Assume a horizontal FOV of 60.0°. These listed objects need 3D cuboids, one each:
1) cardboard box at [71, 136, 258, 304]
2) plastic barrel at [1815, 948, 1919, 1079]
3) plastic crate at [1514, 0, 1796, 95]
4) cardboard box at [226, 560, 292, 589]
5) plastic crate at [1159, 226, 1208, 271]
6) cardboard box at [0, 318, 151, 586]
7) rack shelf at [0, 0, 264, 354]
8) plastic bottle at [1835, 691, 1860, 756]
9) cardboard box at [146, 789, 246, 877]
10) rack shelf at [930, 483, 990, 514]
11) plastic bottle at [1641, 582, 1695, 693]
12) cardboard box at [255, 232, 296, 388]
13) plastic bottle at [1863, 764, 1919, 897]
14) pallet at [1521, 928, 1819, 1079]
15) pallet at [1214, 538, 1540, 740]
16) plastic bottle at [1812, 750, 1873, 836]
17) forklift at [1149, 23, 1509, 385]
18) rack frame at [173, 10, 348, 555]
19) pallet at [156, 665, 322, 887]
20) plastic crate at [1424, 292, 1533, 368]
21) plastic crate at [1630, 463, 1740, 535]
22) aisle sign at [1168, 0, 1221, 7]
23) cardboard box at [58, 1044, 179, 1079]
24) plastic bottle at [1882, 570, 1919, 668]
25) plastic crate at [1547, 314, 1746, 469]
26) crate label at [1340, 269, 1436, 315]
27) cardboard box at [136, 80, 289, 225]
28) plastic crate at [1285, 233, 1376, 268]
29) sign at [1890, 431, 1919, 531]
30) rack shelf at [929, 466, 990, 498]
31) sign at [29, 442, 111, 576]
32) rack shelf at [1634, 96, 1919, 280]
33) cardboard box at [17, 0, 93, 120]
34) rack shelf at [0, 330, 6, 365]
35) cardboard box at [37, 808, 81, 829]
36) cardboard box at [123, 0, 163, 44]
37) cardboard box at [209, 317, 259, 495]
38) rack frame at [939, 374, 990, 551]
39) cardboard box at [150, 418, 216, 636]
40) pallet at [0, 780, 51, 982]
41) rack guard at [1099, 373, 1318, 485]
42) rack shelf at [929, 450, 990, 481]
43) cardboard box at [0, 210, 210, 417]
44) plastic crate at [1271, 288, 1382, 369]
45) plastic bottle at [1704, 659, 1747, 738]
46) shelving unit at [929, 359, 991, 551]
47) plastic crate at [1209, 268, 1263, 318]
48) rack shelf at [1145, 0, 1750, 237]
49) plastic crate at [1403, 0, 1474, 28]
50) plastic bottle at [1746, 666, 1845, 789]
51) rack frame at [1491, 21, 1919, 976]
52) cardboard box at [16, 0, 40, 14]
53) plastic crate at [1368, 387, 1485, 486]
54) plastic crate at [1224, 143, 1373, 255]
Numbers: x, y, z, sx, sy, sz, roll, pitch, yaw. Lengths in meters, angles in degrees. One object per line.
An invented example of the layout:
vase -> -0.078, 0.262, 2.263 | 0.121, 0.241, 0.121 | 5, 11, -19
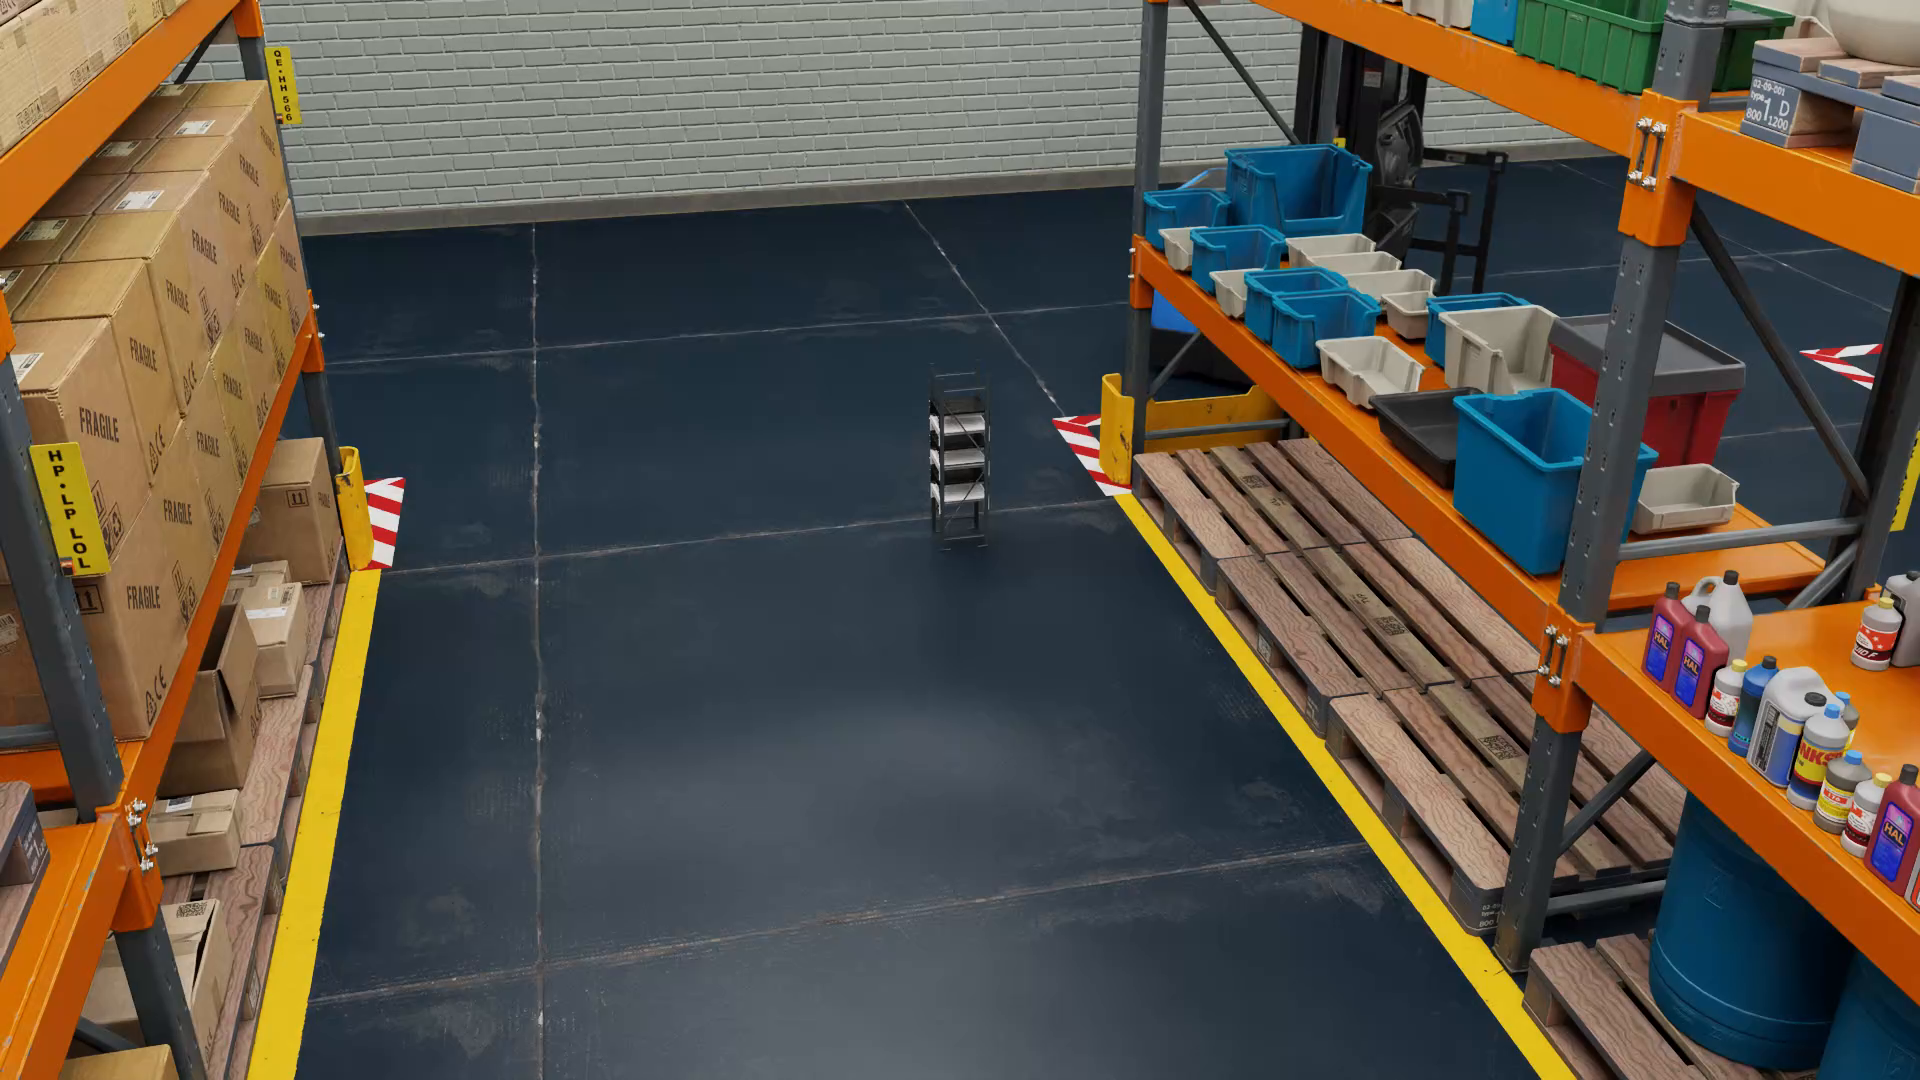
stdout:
cardboard box -> -2.852, -1.123, 5.925 | 0.500, 0.500, 0.500 | -5, 27, -10
plastic barrel -> 2.537, 1.307, 4.194 | 0.600, 0.901, 0.708 | -6, 27, -12
plastic crate -> 1.882, -1.393, 4.588 | 0.450, 0.188, 0.662 | -6, 27, -12
cardboard box -> -3.091, 0.221, 7.140 | 0.380, 0.166, 0.250 | -6, 27, -12
plastic crate -> 1.097, -1.368, 7.857 | 0.250, 0.136, 0.298 | -6, 27, -12
cardboard box -> -2.387, -0.219, 4.134 | 0.500, 0.500, 0.500 | -5, 27, -10
rack shelf -> -3.006, -1.388, 5.141 | 1.077, 0.370, 4.000 | -6, 27, -12
plastic bottle -> 2.205, 0.477, 4.197 | 0.097, 0.201, 0.097 | 0, 27, 0
cardboard box -> -2.644, 0.991, 5.613 | 0.380, 0.166, 0.250 | -6, 27, -12
rack shelf -> -0.002, -0.215, 8.150 | 0.258, 0.077, 0.200 | -6, 27, -12
plastic bottle -> 1.939, 0.263, 4.530 | 0.061, 0.283, 0.133 | -6, 27, -12
cardboard box -> -2.970, -0.897, 6.586 | 0.500, 0.500, 0.500 | -6, 27, -11
plastic bottle -> 2.139, 0.653, 3.757 | 0.061, 0.283, 0.133 | -6, 27, -12
pallet -> 2.405, 1.594, 4.857 | 1.003, 0.211, 1.213 | -6, 27, -12
pallet -> 1.790, 0.396, 7.232 | 1.003, 0.211, 1.213 | -6, 27, -12
plastic bottle -> 2.109, 0.594, 3.965 | 0.097, 0.201, 0.097 | 0, 27, 0
forklift -> 2.686, -2.231, 9.417 | 3.031, 2.935, 1.130 | 13, 30, 25
rack frame -> -3.457, -1.248, 7.394 | 1.000, 3.000, 0.127 | -6, 27, -12
pallet -> -2.987, 0.914, 6.204 | 1.003, 0.211, 1.213 | -6, 27, -12
plastic crate -> 2.083, -0.826, 6.677 | 0.416, 0.233, 0.300 | -6, 27, -12
plastic crate -> 2.306, -0.122, 5.388 | 0.396, 0.136, 0.243 | -6, 27, -12
aisle sign -> 1.065, -2.912, 7.805 | 0.394, 0.787, 0.004 | -6, 27, -12
cardboard box -> -2.165, 1.615, 4.008 | 0.500, 0.500, 0.500 | -6, 27, -12
plastic bottle -> 2.675, 0.202, 4.659 | 0.152, 0.276, 0.135 | -6, 27, -12
plastic crate -> 2.315, -0.466, 5.708 | 0.402, 0.464, 0.583 | -6, 27, -12
crate label -> 1.868, -1.071, 7.268 | 0.396, 0.136, 0.243 | -6, 27, -12
cardboard box -> -3.088, -1.572, 6.815 | 0.500, 0.500, 0.500 | -6, 27, -12
plastic crate -> 1.730, -1.319, 7.761 | 0.396, 0.136, 0.243 | -6, 27, -12
sign -> 2.808, -0.172, 4.955 | 0.100, 0.325, 0.005 | -6, 27, -12
rack shelf -> -0.002, -0.295, 8.110 | 0.258, 0.077, 0.200 | -6, 27, -12
sign -> -2.015, -0.067, 3.769 | 0.100, 0.325, 0.005 | -6, 27, -12
rack shelf -> 2.722, -0.134, 2.655 | 1.077, 0.370, 4.000 | -6, 27, -12
cardboard box -> -2.532, -1.223, 4.181 | 0.500, 0.250, 0.500 | -6, 27, -12
rack shelf -> -2.104, 0.368, 1.662 | 1.077, 0.370, 4.000 | -6, 27, -12
cardboard box -> -3.129, 0.961, 5.513 | 0.500, 0.311, 0.500 | -6, 27, -12
cardboard box -> -2.760, -1.662, 5.051 | 0.500, 0.250, 0.500 | -6, 27, -12
cardboard box -> -2.750, -0.456, 5.713 | 0.500, 0.500, 0.500 | -6, 27, -12
rack frame -> 0.021, -0.361, 7.966 | 0.240, 0.900, 0.006 | -6, 27, -12
cardboard box -> -2.523, -0.013, 4.835 | 0.500, 0.500, 0.500 | -5, 27, -11
pallet -> -2.481, 0.955, 3.241 | 1.003, 0.211, 1.213 | -6, 27, -12
rack guard -> 1.352, -0.643, 8.969 | 1.175, 0.500, 0.348 | -6, 27, -12
rack shelf -> -0.002, -0.376, 8.069 | 0.258, 0.077, 0.200 | -6, 27, -12
cardboard box -> -2.619, -0.671, 5.030 | 0.500, 0.500, 0.500 | -7, 28, -13
plastic crate -> 1.469, -0.850, 6.724 | 0.416, 0.233, 0.300 | -6, 27, -12
plastic bottle -> 2.012, 0.407, 4.336 | 0.097, 0.201, 0.097 | 0, 27, 0
shelving unit -> -0.002, -0.405, 8.054 | 0.258, 0.900, 0.210 | -6, 27, -12
plastic crate -> 1.250, -1.070, 7.267 | 0.250, 0.136, 0.298 | -6, 27, -12
rack shelf -> 1.821, -1.890, 6.134 | 1.077, 0.370, 4.000 | -6, 27, -12
plastic crate -> 1.614, -1.735, 5.322 | 0.293, 0.136, 0.466 | -6, 27, -12
plastic bottle -> 2.087, 0.464, 4.139 | 0.152, 0.276, 0.135 | -6, 27, -12
rack frame -> 2.272, 0.006, 4.908 | 1.000, 3.000, 0.127 | -6, 27, -12
cardboard box -> -2.537, -1.446, 4.068 | 0.500, 0.250, 0.500 | -6, 27, -12
plastic crate -> 1.758, -0.362, 5.876 | 0.437, 0.125, 0.590 | -6, 27, -12
plastic crate -> 1.628, -1.664, 8.112 | 0.616, 0.435, 0.499 | -6, 27, -12
